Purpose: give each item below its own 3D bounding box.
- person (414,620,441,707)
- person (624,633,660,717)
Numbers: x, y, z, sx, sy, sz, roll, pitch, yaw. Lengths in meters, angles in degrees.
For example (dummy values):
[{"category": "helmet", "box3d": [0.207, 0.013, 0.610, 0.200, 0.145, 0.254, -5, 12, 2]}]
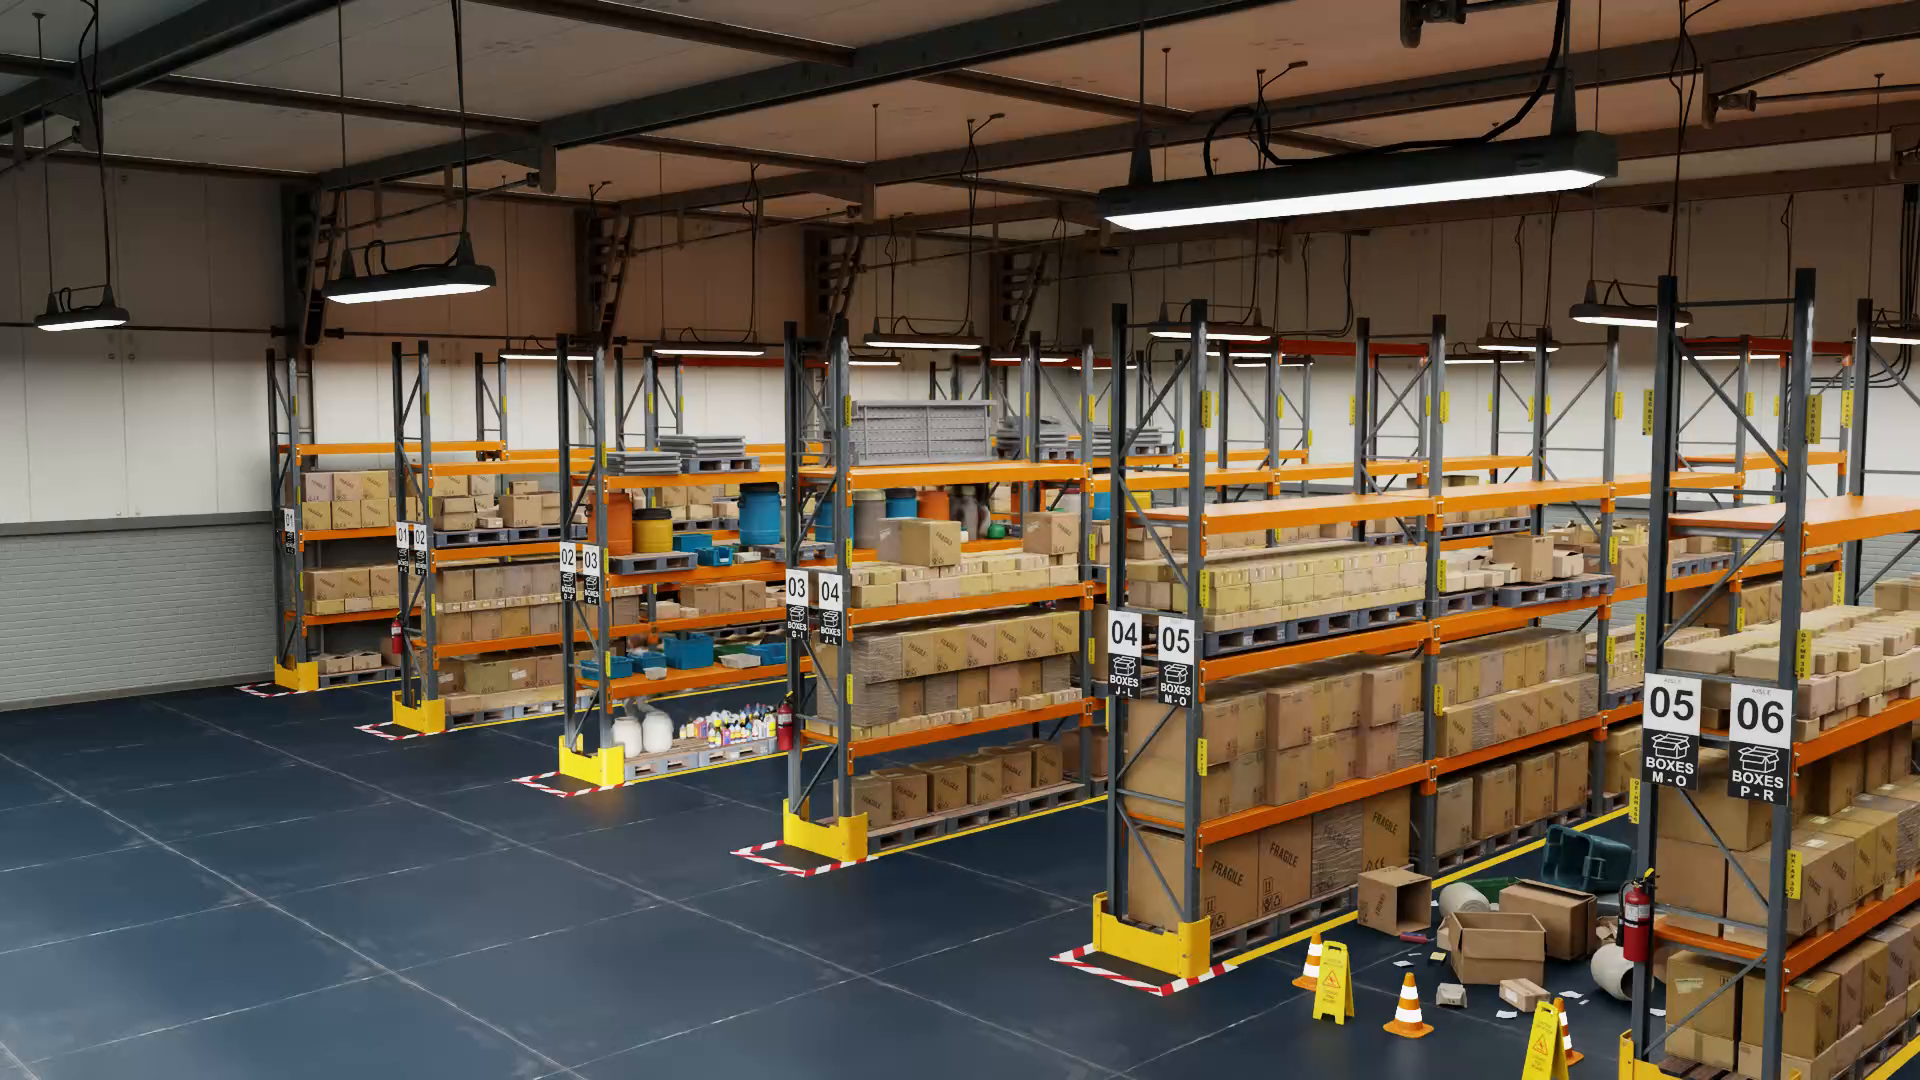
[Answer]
[{"category": "person", "box3d": [-8.820, 1.849, 27.837, 0.657, 1.785, 0.968, 2, 6, 26]}, {"category": "person", "box3d": [-4.778, 2.203, 25.029, 0.766, 1.622, 0.535, -3, 6, -33]}]
